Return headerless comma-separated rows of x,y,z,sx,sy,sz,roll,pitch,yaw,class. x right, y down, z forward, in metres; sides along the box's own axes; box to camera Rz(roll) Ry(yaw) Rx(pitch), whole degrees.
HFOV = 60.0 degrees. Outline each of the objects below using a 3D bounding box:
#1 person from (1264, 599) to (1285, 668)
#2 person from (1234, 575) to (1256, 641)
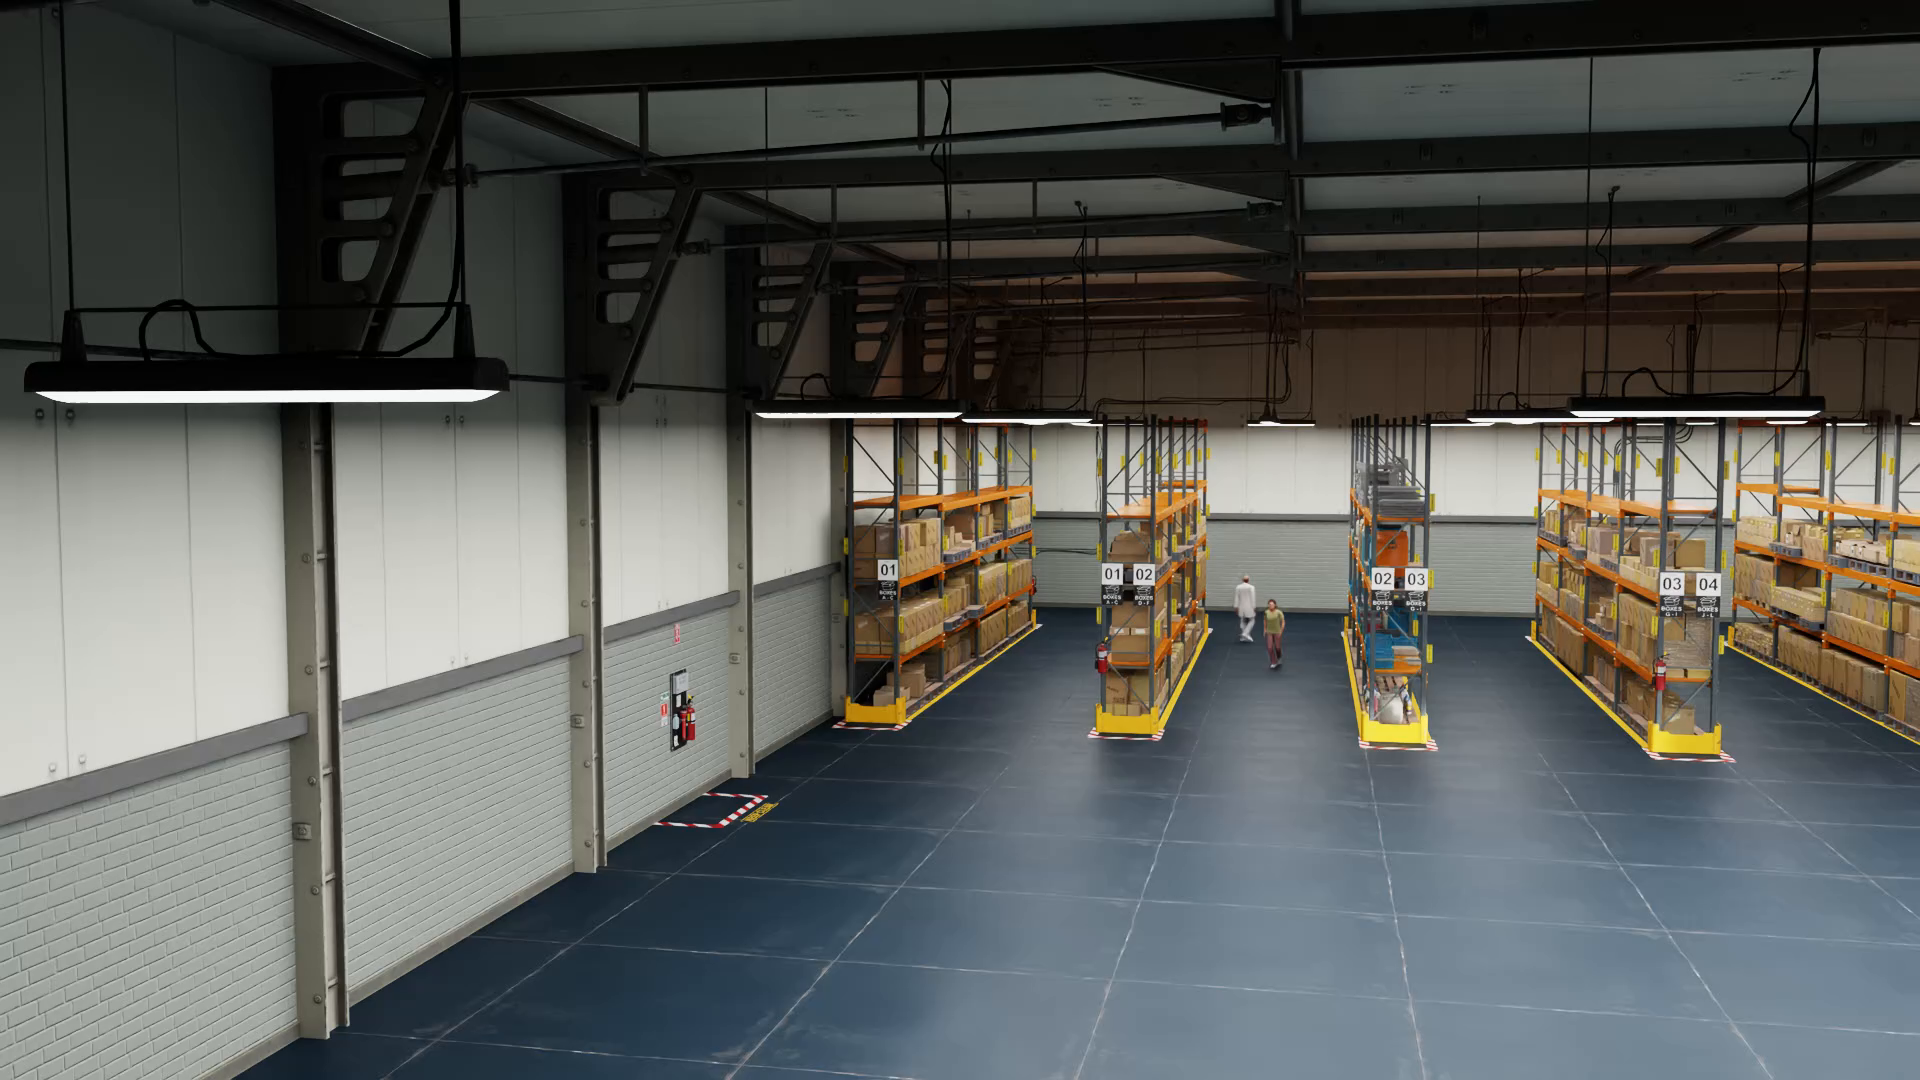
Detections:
7.592,2.236,40.108,0.510,1.651,0.604,2,4,22,person
7.654,1.841,44.787,0.618,1.781,0.555,3,5,36,person
